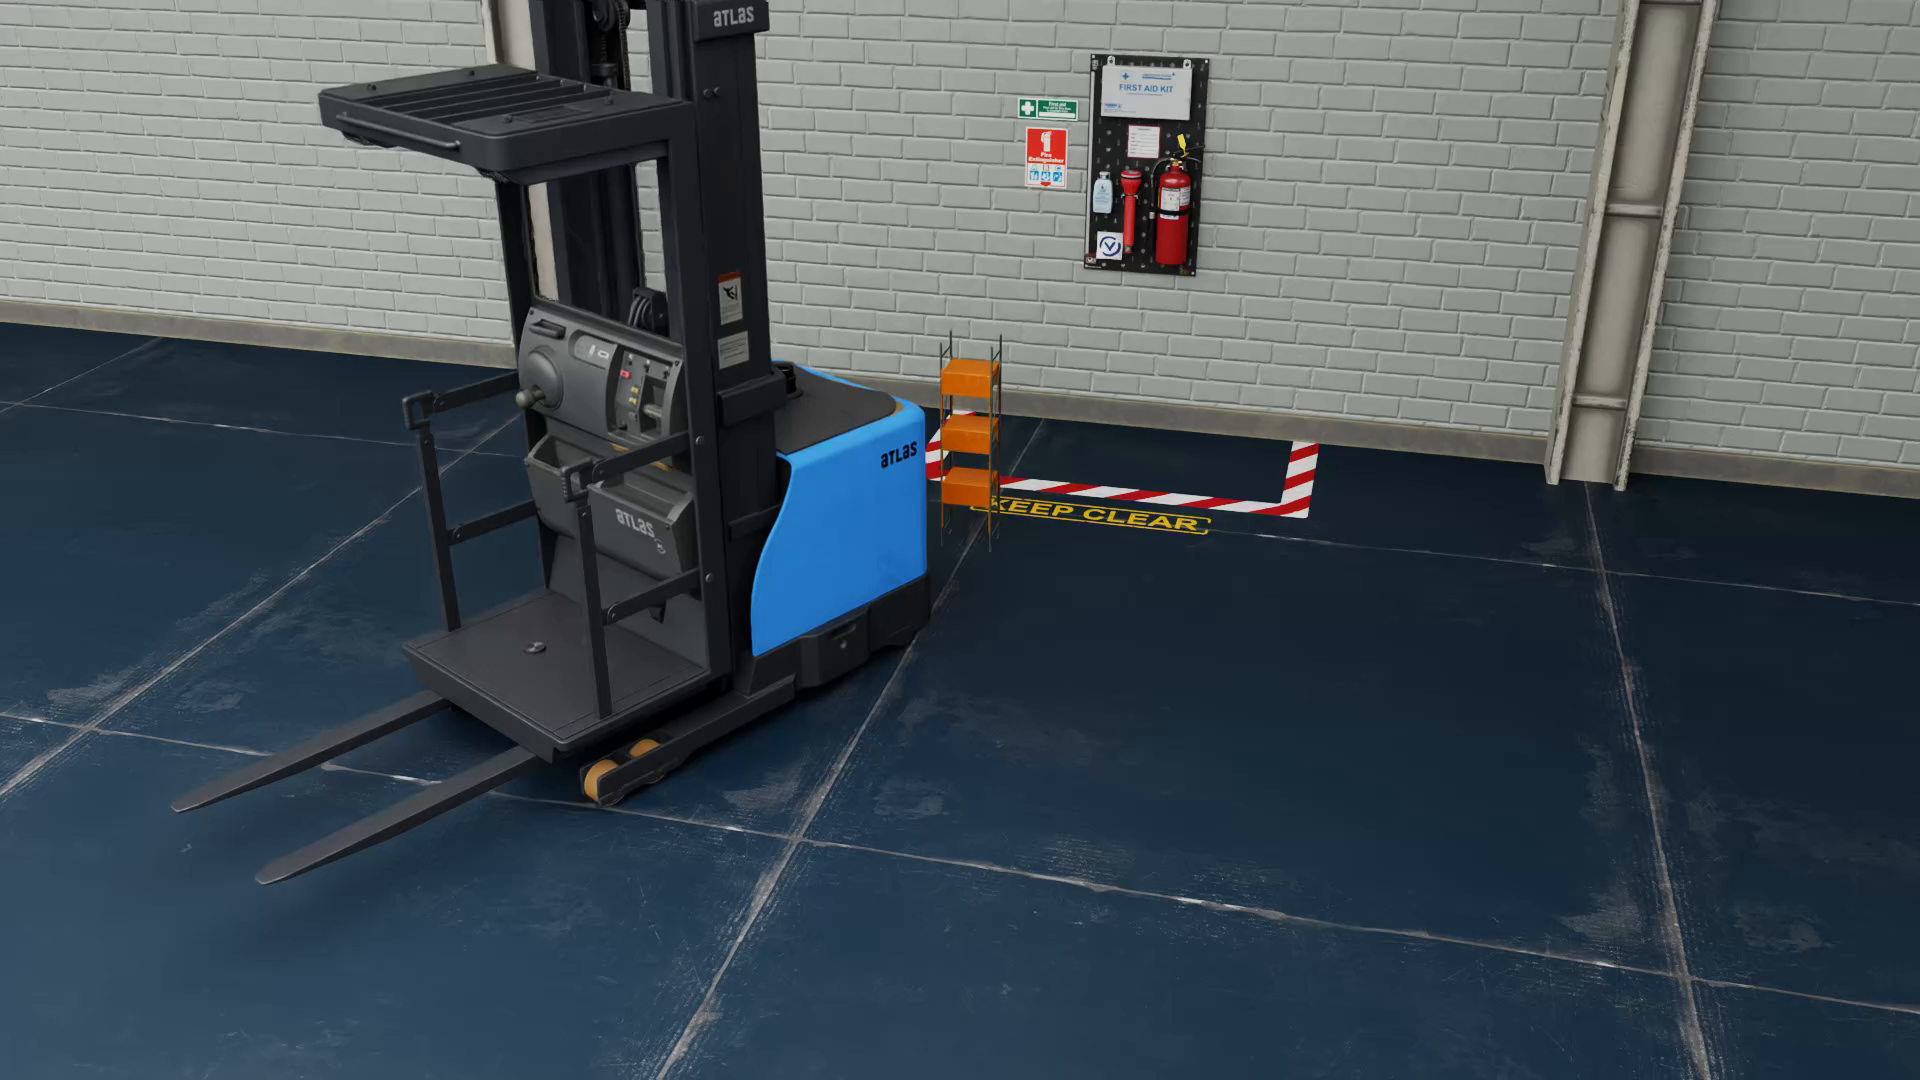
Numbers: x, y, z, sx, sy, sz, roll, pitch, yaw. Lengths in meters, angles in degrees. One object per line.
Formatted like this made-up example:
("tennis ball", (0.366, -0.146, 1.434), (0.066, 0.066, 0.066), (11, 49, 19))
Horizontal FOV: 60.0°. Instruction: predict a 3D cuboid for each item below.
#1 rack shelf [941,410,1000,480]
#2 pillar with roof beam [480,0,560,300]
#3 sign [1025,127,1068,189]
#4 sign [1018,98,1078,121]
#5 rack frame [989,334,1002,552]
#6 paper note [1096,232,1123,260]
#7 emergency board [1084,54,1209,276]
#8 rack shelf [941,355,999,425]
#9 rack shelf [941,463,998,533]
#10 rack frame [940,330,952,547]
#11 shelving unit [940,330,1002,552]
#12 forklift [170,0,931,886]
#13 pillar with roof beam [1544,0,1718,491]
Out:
("rack shelf", (0.052, -0.459, 8.017), (0.240, 0.259, 0.215), (6, 26, 13))
("pillar with roof beam", (-3.516, -3.257, 4.623), (0.400, 9.000, 9.100), (6, 26, 13))
("sign", (0.473, -2.097, 9.124), (0.234, 0.329, 0.001), (6, 26, 13))
("sign", (0.475, -2.332, 9.001), (0.331, 0.109, 0.001), (6, 26, 13))
("rack frame", (0.170, -0.455, 7.985), (0.008, 1.050, 0.200), (6, 26, 13))
("paper note", (0.829, -1.629, 9.207), (0.142, 0.148, 0.016), (6, 26, 13))
("emergency board", (0.983, -1.979, 8.917), (0.643, 1.169, 0.194), (6, 26, 13))
("rack shelf", (0.052, -0.715, 7.895), (0.240, 0.259, 0.215), (6, 26, 13))
("rack shelf", (0.052, -0.208, 8.136), (0.240, 0.259, 0.215), (6, 26, 13))
("rack frame", (-0.066, -0.481, 8.040), (0.008, 1.050, 0.200), (6, 26, 13))
("shelving unit", (0.052, -0.468, 8.012), (0.252, 1.050, 0.215), (6, 26, 13))
("forklift", (-1.490, -0.584, 6.066), (1.130, 2.935, 3.031), (21, 33, 37))
("pillar with roof beam", (2.295, -2.615, 3.274), (0.400, 9.000, 9.100), (6, 26, 13))
